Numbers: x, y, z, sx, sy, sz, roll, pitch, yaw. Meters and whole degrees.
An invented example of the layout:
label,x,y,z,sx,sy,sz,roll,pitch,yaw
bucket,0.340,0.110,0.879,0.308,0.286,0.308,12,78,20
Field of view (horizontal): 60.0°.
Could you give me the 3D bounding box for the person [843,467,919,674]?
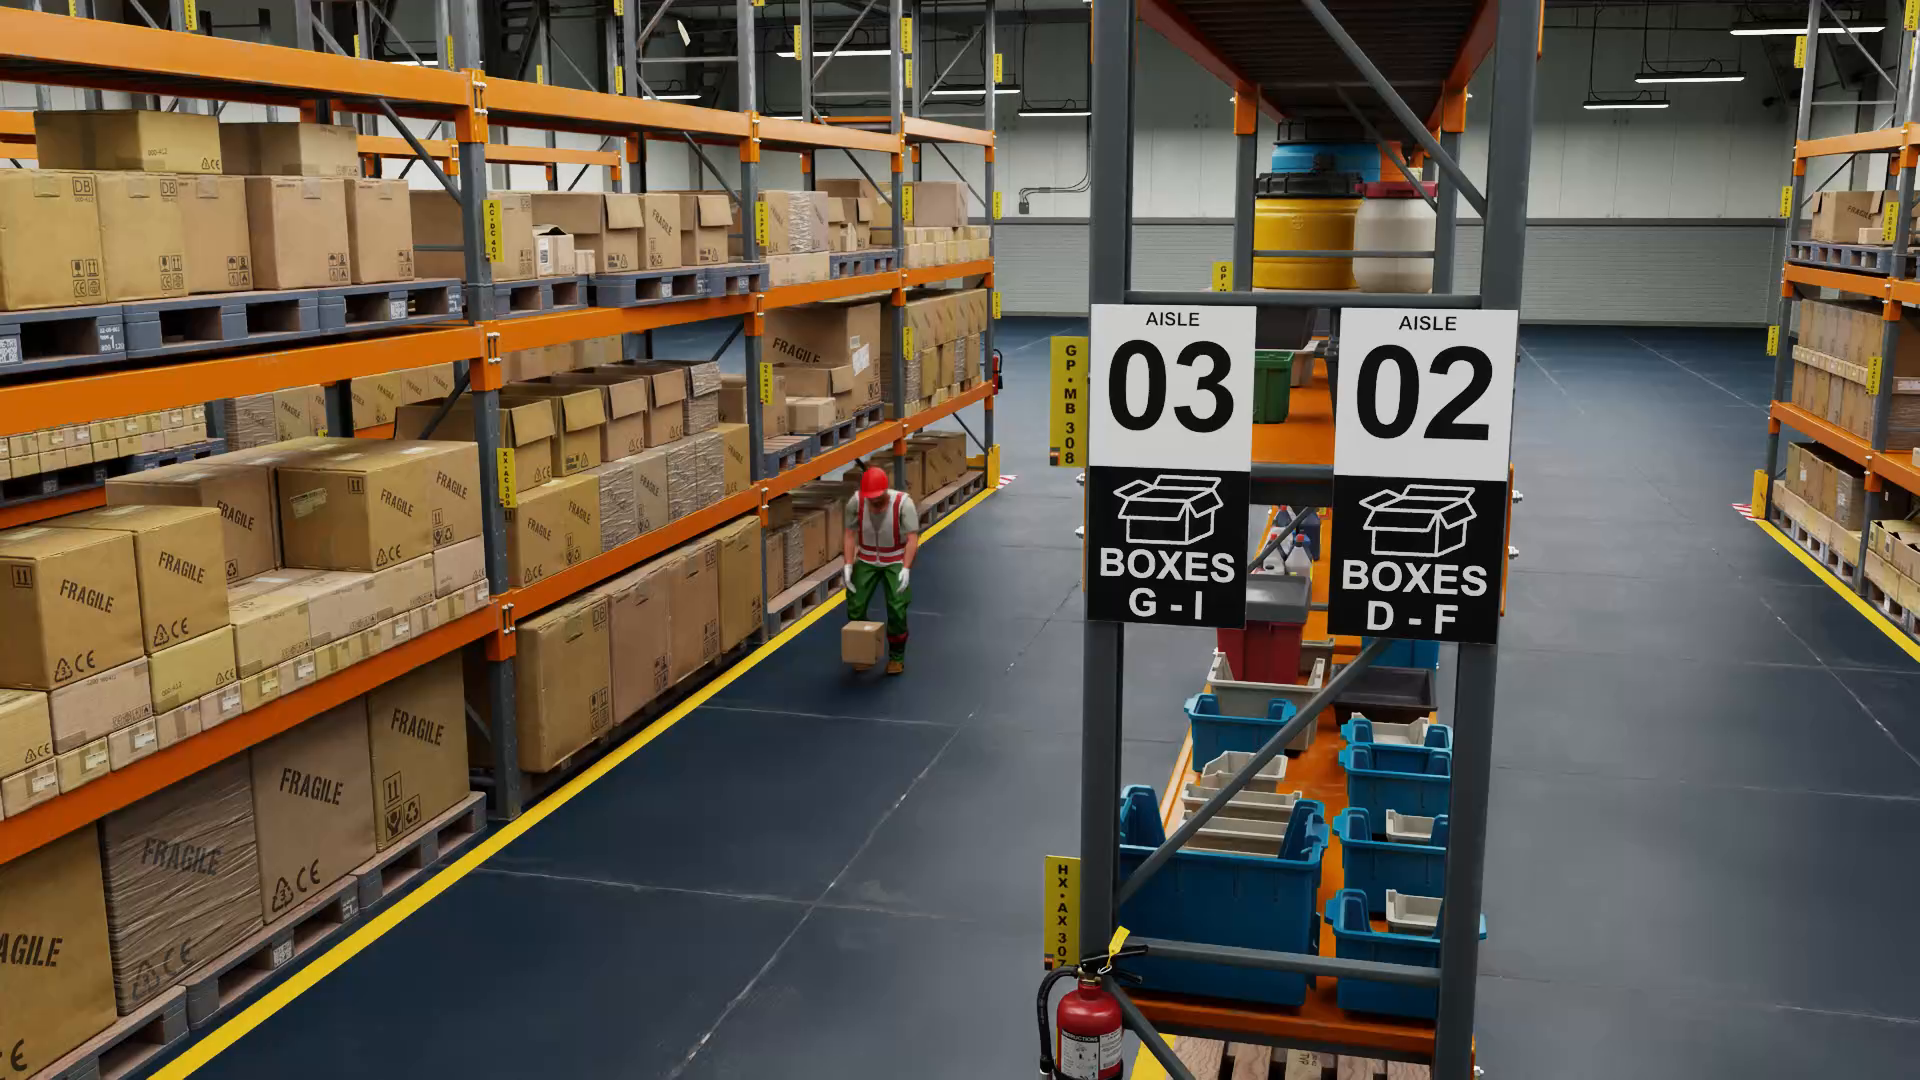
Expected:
label,x,y,z,sx,sy,sz,roll,pitch,yaw
person,-0.578,0.210,12.372,0.575,1.580,0.647,3,12,14
